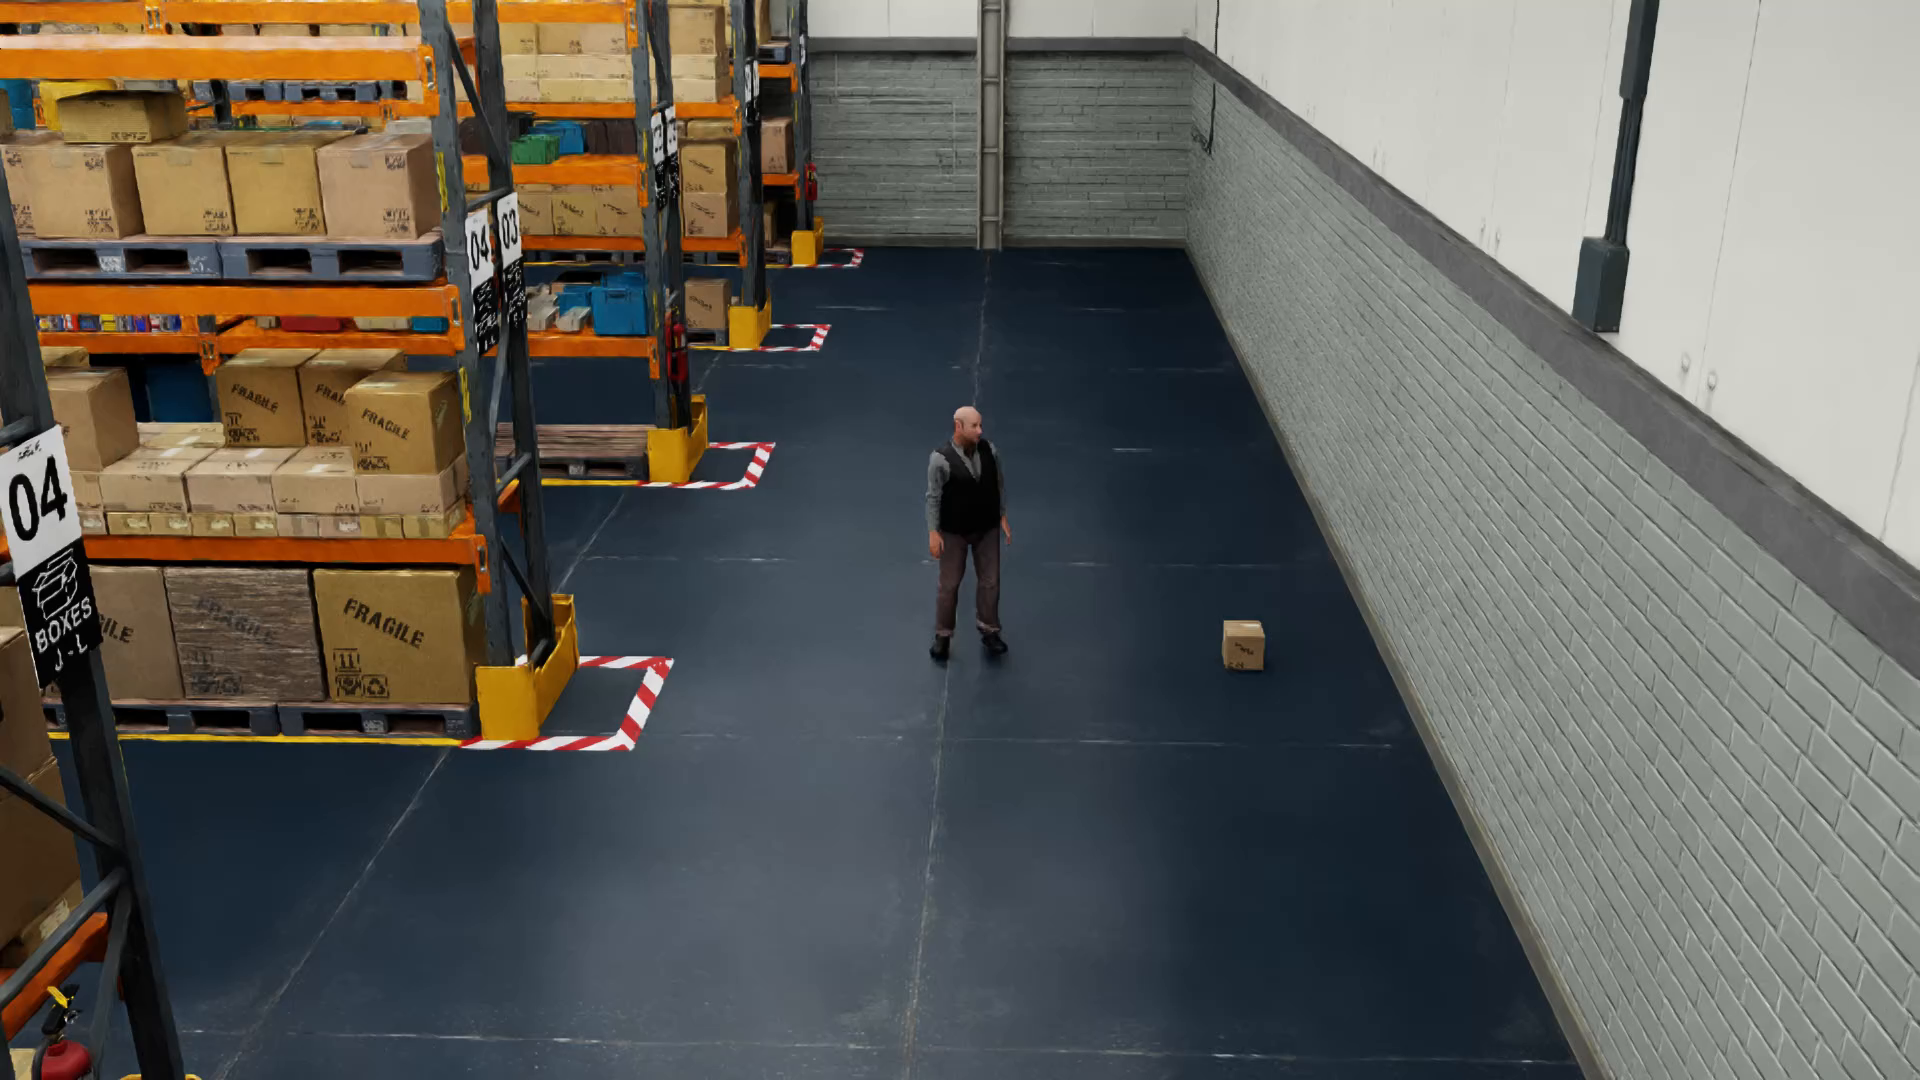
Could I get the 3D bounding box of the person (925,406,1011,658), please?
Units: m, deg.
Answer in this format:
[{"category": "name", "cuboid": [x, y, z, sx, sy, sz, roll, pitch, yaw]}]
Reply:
[{"category": "person", "cuboid": [0.068, -0.049, 11.166, 0.591, 1.731, 0.470, -10, 23, -24]}]
